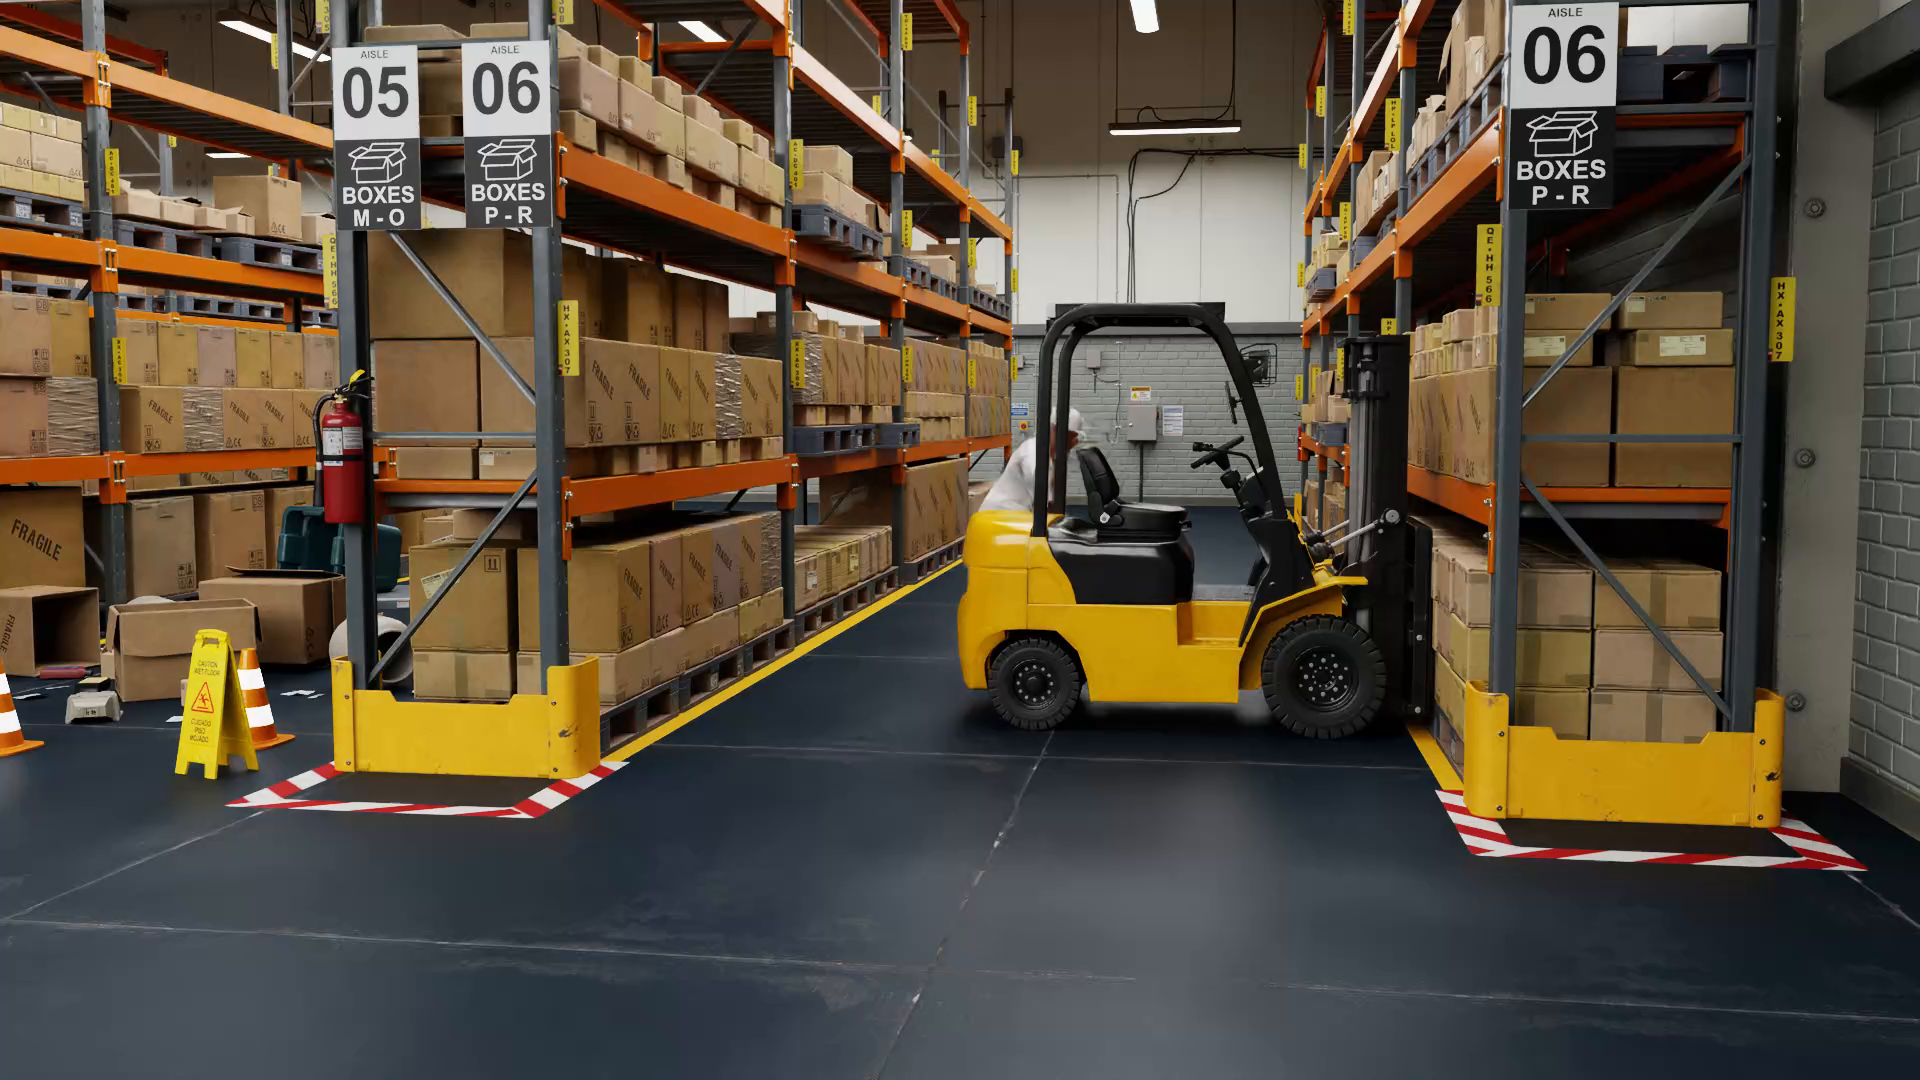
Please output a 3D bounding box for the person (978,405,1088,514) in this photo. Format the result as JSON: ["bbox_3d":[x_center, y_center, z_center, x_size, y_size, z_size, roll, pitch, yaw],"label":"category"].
[{"bbox_3d":[0.456,-0.026,10.522,0.695,1.656,0.483,1,4,8],"label":"person"}]
